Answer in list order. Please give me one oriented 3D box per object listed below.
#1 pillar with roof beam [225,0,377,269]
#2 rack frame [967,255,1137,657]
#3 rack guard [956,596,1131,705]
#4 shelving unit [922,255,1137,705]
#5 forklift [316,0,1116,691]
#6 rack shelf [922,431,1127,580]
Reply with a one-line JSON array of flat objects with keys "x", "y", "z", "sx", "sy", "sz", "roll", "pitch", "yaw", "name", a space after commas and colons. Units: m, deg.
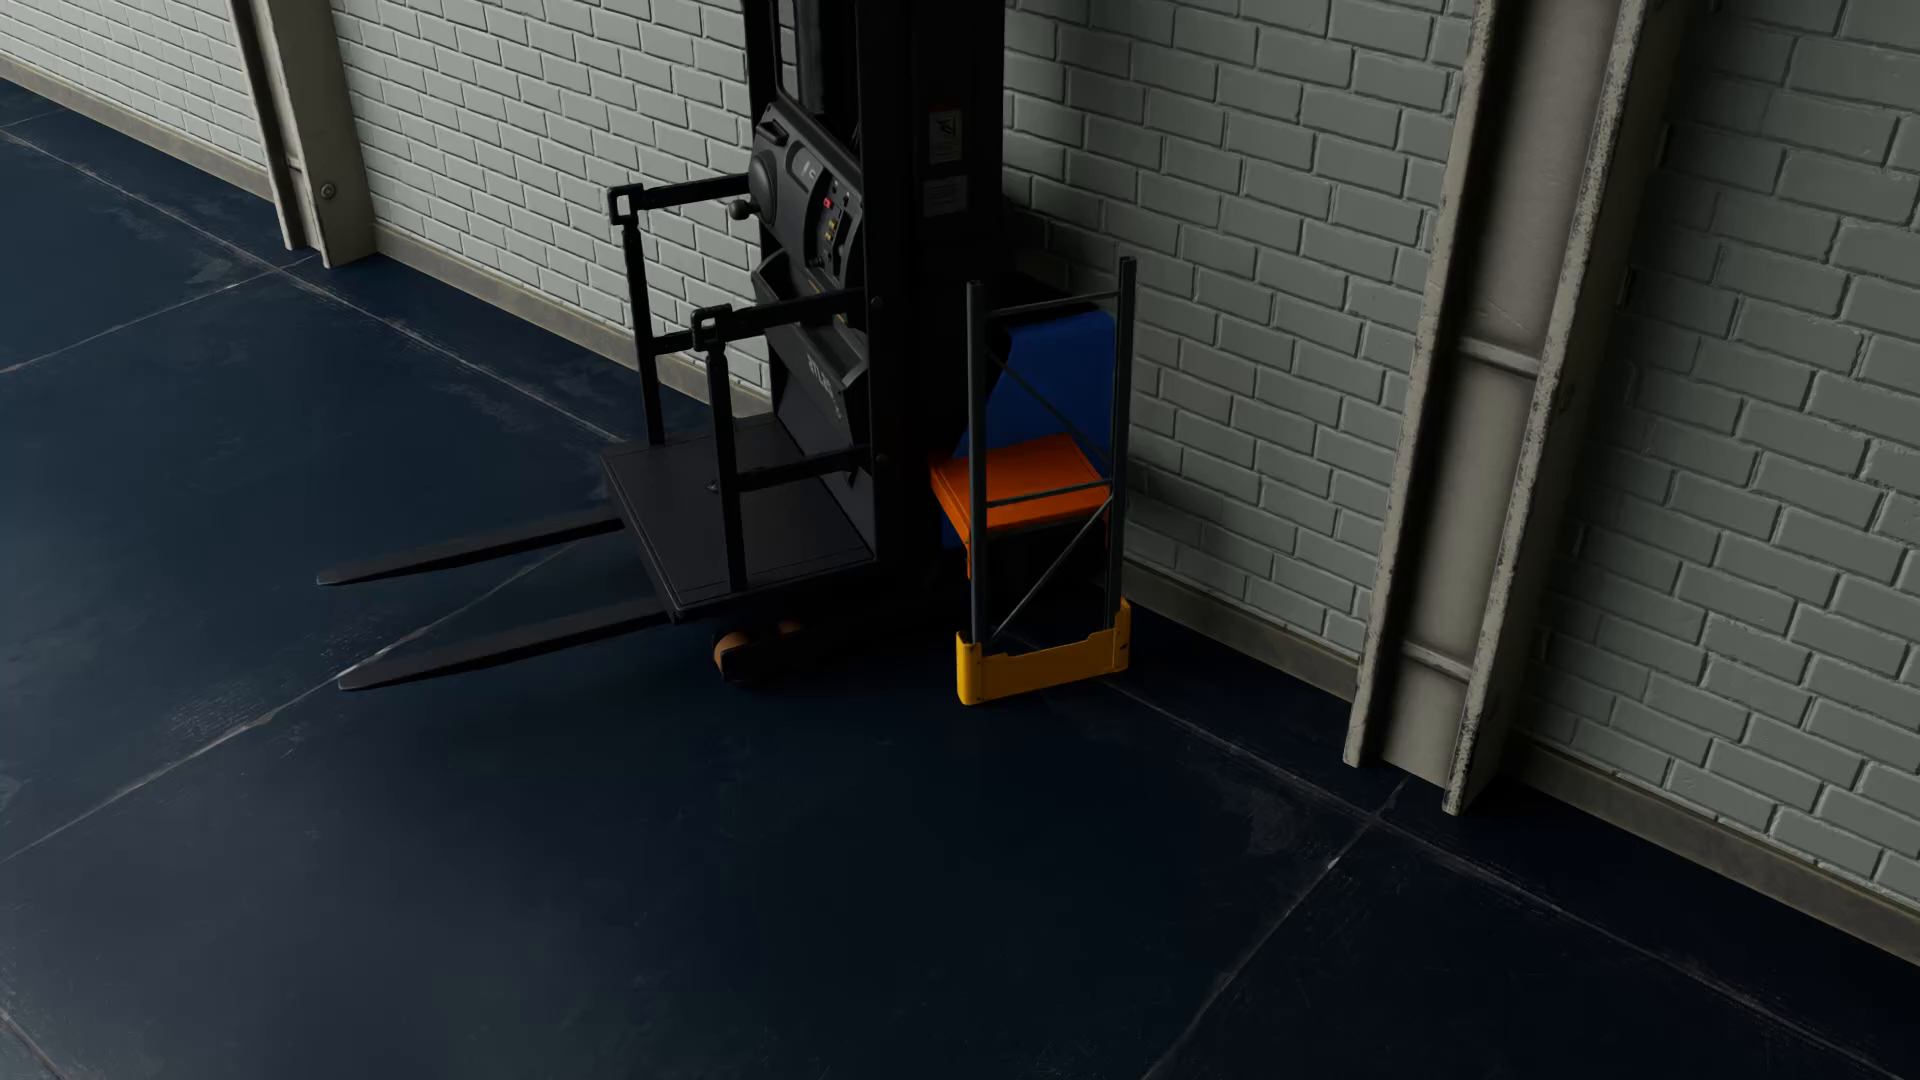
[{"x": -5.912, "y": -3.309, "z": 3.120, "sx": 0.400, "sy": 9.000, "sz": 9.100, "roll": 25, "pitch": 42, "yaw": 32, "name": "pillar with roof beam"}, {"x": 0.272, "y": -0.140, "z": 5.095, "sx": 0.500, "sy": 1.500, "sz": 0.032, "roll": -11, "pitch": 36, "yaw": -14, "name": "rack frame"}, {"x": 0.277, "y": 0.363, "z": 5.466, "sx": 0.587, "sy": 0.250, "sz": 0.087, "roll": -11, "pitch": 36, "yaw": -14, "name": "rack guard"}, {"x": 0.110, "y": -0.418, "z": 5.501, "sx": 0.587, "sy": 1.500, "sz": 1.083, "roll": -11, "pitch": 36, "yaw": -14, "name": "shelving unit"}, {"x": -0.679, "y": -1.076, "z": 5.228, "sx": 3.031, "sy": 2.935, "sz": 1.130, "roll": -14, "pitch": 37, "yaw": -19, "name": "forklift"}, {"x": 0.116, "y": -0.265, "z": 5.596, "sx": 0.538, "sy": 0.185, "sz": 1.000, "roll": -11, "pitch": 36, "yaw": -14, "name": "rack shelf"}]
